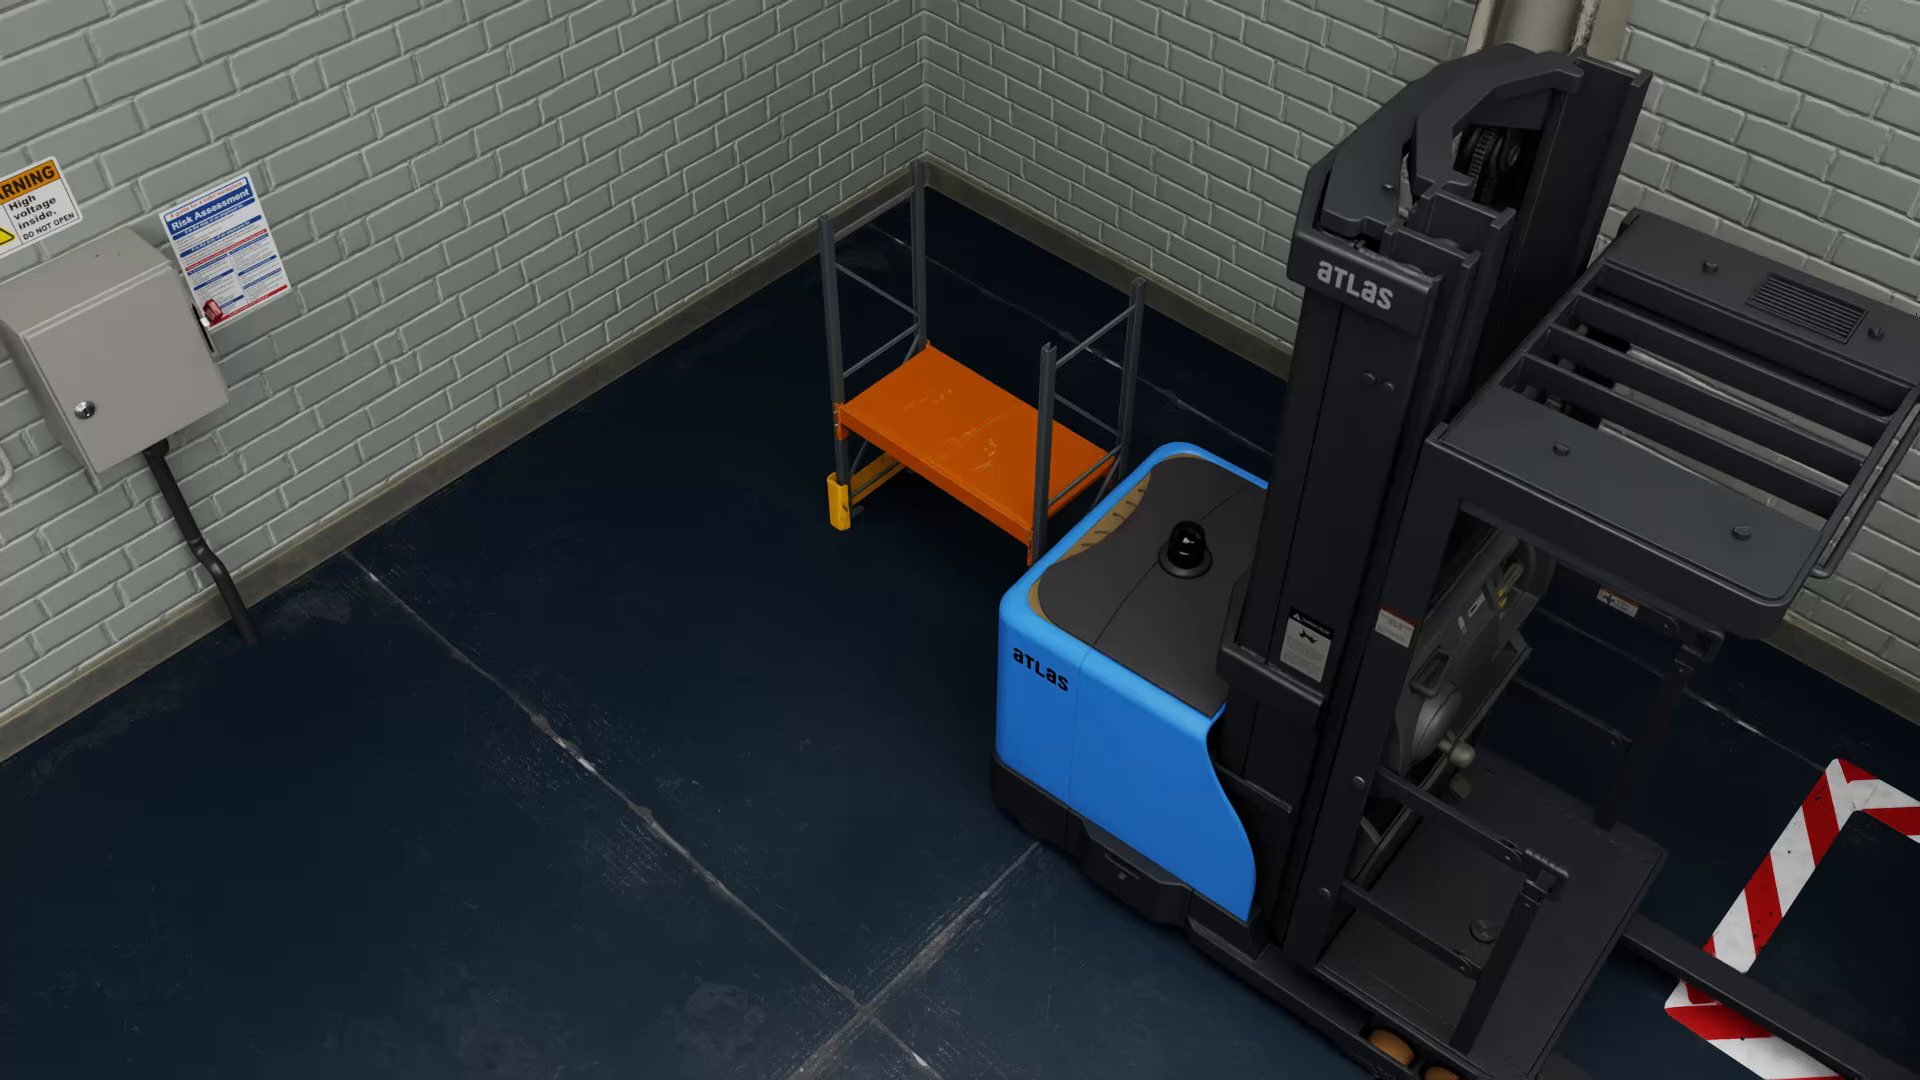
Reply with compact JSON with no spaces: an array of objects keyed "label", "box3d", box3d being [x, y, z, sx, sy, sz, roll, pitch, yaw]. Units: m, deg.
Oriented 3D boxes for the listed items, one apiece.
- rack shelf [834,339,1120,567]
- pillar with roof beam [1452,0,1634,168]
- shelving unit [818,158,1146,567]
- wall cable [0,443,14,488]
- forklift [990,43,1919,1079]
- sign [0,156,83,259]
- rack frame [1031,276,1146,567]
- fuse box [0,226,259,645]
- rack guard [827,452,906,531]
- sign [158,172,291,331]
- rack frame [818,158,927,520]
[{"label":"rack shelf","box3d":[0.063,-0.348,6.295,1.000,0.185,0.538,34,55,28]},{"label":"pillar with roof beam","box3d":[-0.982,-1.041,1.555,0.400,9.000,9.100,34,55,28]},{"label":"shelving unit","box3d":[0.056,-0.476,6.168,1.083,1.500,0.587,34,55,28]},{"label":"wall cable","box3d":[-3.262,-0.706,4.658,0.122,1.984,0.588,34,55,28]},{"label":"forklift","box3d":[1.568,0.324,4.435,3.031,2.935,1.130,31,54,26]},{"label":"sign","box3d":[-2.873,-1.001,5.066,0.001,0.242,0.339,34,55,28]},{"label":"rack frame","box3d":[0.436,-0.220,5.928,0.032,1.500,0.500,34,55,28]},{"label":"fuse box","box3d":[-2.683,-0.205,5.768,0.414,1.711,0.539,34,55,28]},{"label":"rack guard","box3d":[-0.310,-0.294,6.855,0.087,0.250,0.587,34,55,28]},{"label":"sign","box3d":[-2.500,-0.980,5.678,0.001,0.494,0.329,34,55,28]},{"label":"rack frame","box3d":[-0.311,-0.723,6.400,0.032,1.500,0.500,34,55,28]}]
